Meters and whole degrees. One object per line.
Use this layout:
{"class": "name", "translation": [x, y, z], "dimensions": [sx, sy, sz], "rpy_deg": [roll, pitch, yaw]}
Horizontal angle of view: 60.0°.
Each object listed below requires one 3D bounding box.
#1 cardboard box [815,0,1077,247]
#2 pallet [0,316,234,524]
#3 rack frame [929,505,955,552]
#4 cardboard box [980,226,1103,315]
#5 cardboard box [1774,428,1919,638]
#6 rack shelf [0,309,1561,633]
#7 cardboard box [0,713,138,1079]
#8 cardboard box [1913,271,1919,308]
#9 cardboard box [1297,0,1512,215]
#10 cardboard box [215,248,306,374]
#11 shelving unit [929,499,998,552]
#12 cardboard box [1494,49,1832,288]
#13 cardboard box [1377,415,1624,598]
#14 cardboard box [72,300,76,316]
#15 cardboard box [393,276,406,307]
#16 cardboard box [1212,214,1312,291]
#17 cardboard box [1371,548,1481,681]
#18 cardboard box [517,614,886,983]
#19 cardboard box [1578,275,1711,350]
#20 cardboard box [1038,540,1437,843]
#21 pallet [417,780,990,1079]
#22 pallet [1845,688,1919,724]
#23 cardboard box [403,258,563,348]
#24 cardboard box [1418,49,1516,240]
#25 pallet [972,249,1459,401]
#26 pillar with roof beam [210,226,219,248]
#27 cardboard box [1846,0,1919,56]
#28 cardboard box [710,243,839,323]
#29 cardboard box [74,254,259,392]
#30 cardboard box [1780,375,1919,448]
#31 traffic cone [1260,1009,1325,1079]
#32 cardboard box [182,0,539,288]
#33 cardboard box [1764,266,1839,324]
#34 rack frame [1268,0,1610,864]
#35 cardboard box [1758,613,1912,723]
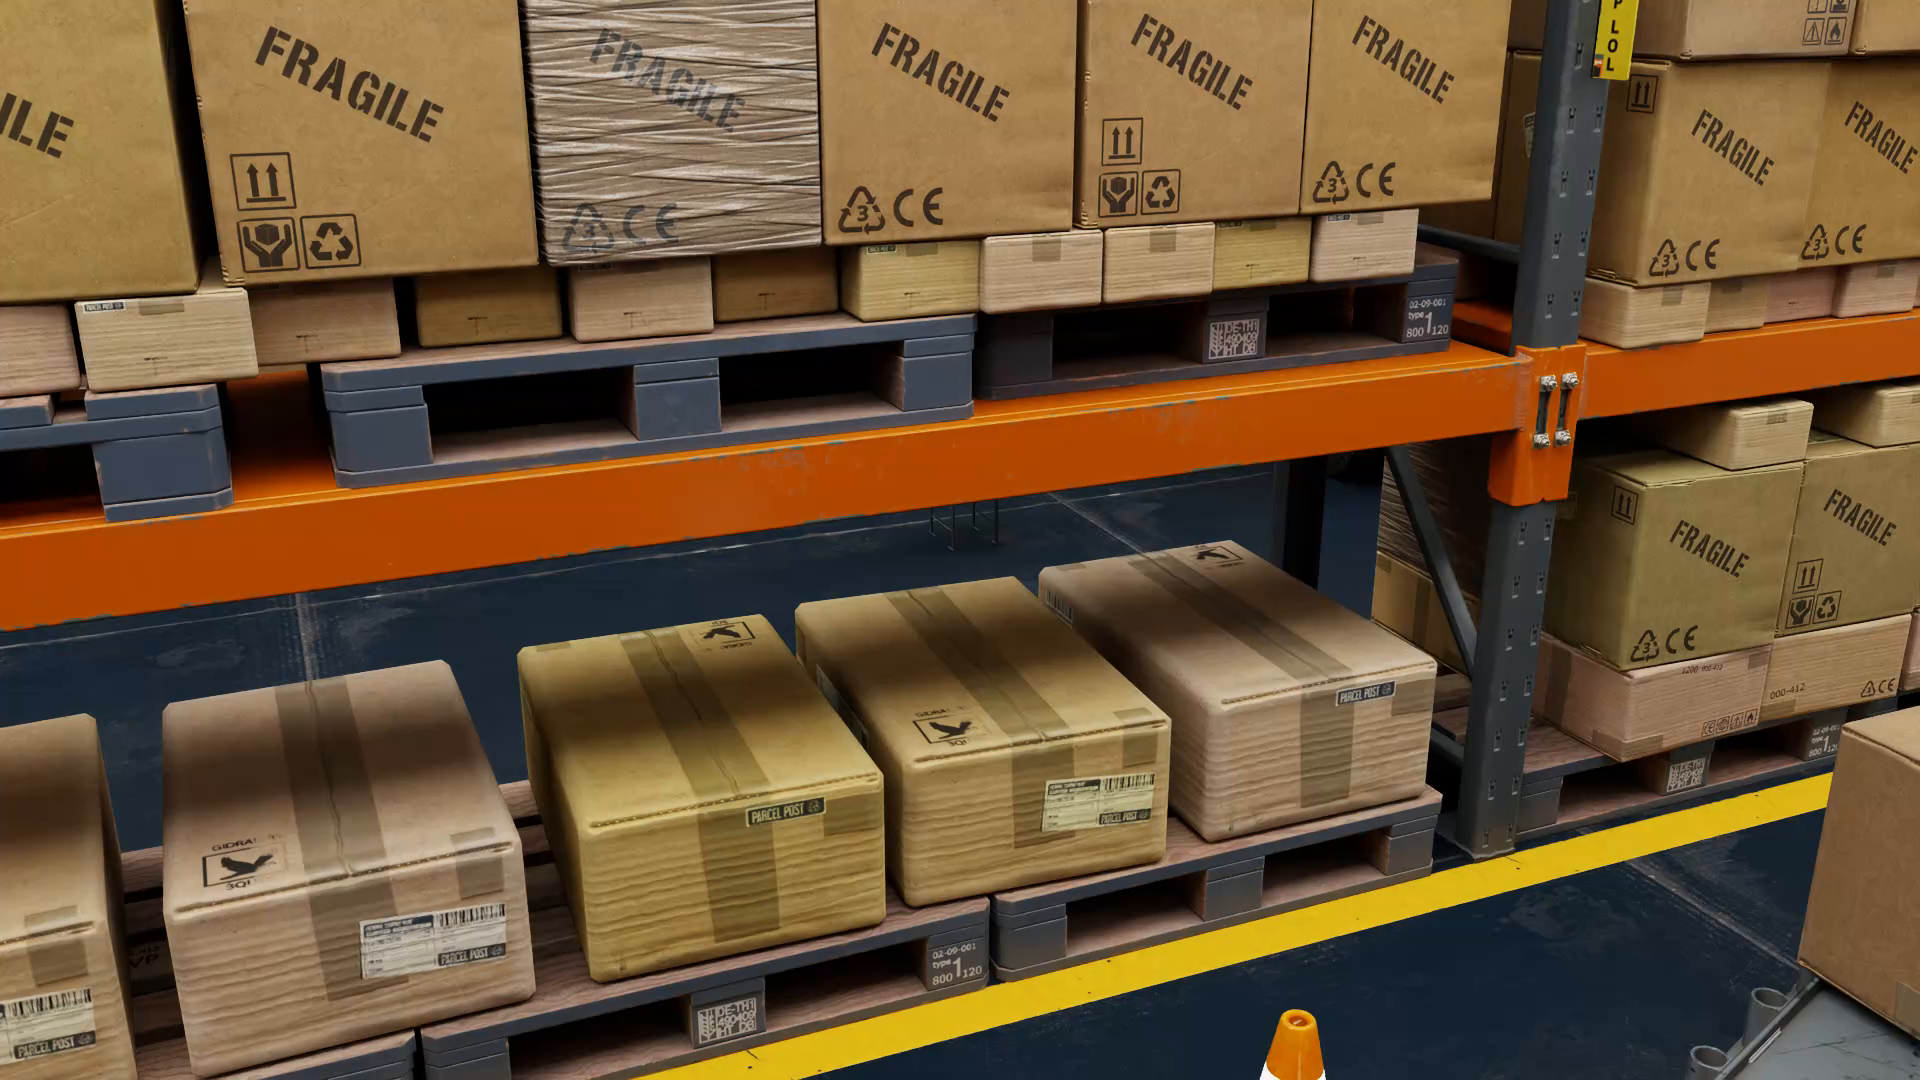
{"class": "cardboard box", "translation": [-0.104, -0.881, 3.276], "dimensions": [0.500, 0.500, 0.500], "rpy_deg": [-7, 21, -20]}
{"class": "pallet", "translation": [-1.900, -0.267, 3.053], "dimensions": [1.003, 0.211, 1.213], "rpy_deg": [-8, 21, -22]}
{"class": "rack frame", "translation": [-0.071, -0.556, 6.294], "dimensions": [0.006, 1.200, 0.240], "rpy_deg": [-8, 21, -22]}
{"class": "cardboard box", "translation": [0.093, -0.577, 3.389], "dimensions": [0.250, 0.149, 0.380], "rpy_deg": [-8, 21, -21]}
{"class": "cardboard box", "translation": [2.296, -0.082, 4.616], "dimensions": [0.500, 0.500, 0.500], "rpy_deg": [-7, 21, -20]}
{"class": "rack shelf", "translation": [-0.676, -0.155, 3.529], "dimensions": [4.000, 0.370, 1.077], "rpy_deg": [-8, 21, -22]}
{"class": "cardboard box", "translation": [-1.989, 0.739, 3.232], "dimensions": [0.625, 0.372, 0.950], "rpy_deg": [-10, 22, -26]}
{"class": "cardboard box", "translation": [2.493, -0.743, 4.493], "dimensions": [0.250, 0.149, 0.380], "rpy_deg": [-8, 21, -22]}
{"class": "cardboard box", "translation": [0.827, -1.012, 3.650], "dimensions": [0.500, 0.500, 0.500], "rpy_deg": [-9, 21, -23]}
{"class": "cardboard box", "translation": [-3.307, -0.989, 7.757], "dimensions": [0.625, 0.625, 0.875], "rpy_deg": [-7, 21, -20]}
{"class": "shelving unit", "translation": [0.013, -0.568, 6.328], "dimensions": [0.189, 1.200, 0.258], "rpy_deg": [-8, 21, -22]}
{"class": "cardboard box", "translation": [1.675, -0.918, 4.014], "dimensions": [0.500, 0.500, 0.500], "rpy_deg": [-8, 21, -22]}
{"class": "cardboard box", "translation": [1.598, -0.172, 4.873], "dimensions": [0.500, 0.500, 0.500], "rpy_deg": [-8, 21, -23]}
{"class": "cardboard box", "translation": [-1.873, -0.530, 3.257], "dimensions": [0.250, 0.149, 0.380], "rpy_deg": [-8, 21, -22]}
{"class": "cardboard box", "translation": [-1.111, -0.596, 3.443], "dimensions": [0.250, 0.149, 0.380], "rpy_deg": [-8, 21, -22]}
{"class": "cardboard box", "translation": [0.548, -0.656, 3.614], "dimensions": [0.250, 0.149, 0.380], "rpy_deg": [-9, 21, -24]}
{"class": "cardboard box", "translation": [1.597, 0.182, 4.998], "dimensions": [0.500, 0.250, 0.500], "rpy_deg": [-7, 21, -19]}
{"class": "cardboard box", "translation": [-0.617, 0.541, 3.793], "dimensions": [0.625, 0.372, 0.950], "rpy_deg": [-7, 21, -20]}
{"class": "cardboard box", "translation": [1.577, -0.583, 4.039], "dimensions": [0.250, 0.149, 0.380], "rpy_deg": [-8, 21, -22]}
{"class": "cardboard box", "translation": [0.680, 0.354, 4.326], "dimensions": [0.625, 0.372, 0.950], "rpy_deg": [-8, 21, -21]}
{"class": "pallet", "translation": [-0.676, 0.822, 3.869], "dimensions": [1.213, 0.211, 1.003], "rpy_deg": [-8, 21, -22]}
{"class": "pallet", "translation": [2.885, 0.297, 5.361], "dimensions": [1.213, 0.211, 1.003], "rpy_deg": [-8, 21, -22]}
{"class": "cardboard box", "translation": [-0.903, -0.480, 3.116], "dimensions": [0.250, 0.149, 0.380], "rpy_deg": [-7, 21, -20]}
{"class": "cardboard box", "translation": [1.470, -1.079, 4.472], "dimensions": [0.500, 0.500, 0.500], "rpy_deg": [-9, 21, -23]}
{"class": "pallet", "translation": [0.401, -0.611, 4.029], "dimensions": [1.213, 0.211, 1.003], "rpy_deg": [-8, 21, -22]}
{"class": "pillar with roof beam", "translation": [-1.936, -3.708, 3.503], "dimensions": [0.400, 9.000, 9.100], "rpy_deg": [-8, 21, -22]}
{"class": "cardboard box", "translation": [2.128, -1.469, 4.073], "dimensions": [0.500, 0.500, 0.700], "rpy_deg": [-8, 21, -22]}
{"class": "cardboard box", "translation": [-0.428, -0.552, 3.320], "dimensions": [0.250, 0.149, 0.380], "rpy_deg": [-9, 21, -24]}
{"class": "cardboard box", "translation": [-1.337, -0.376, 2.819], "dimensions": [0.250, 0.149, 0.380], "rpy_deg": [-8, 21, -22]}
{"class": "cardboard box", "translation": [2.419, -0.380, 4.487], "dimensions": [0.250, 0.149, 0.380], "rpy_deg": [-7, 21, -20]}
{"class": "traffic cone", "translation": [0.577, 1.029, 2.903], "dimensions": [0.334, 0.463, 0.336], "rpy_deg": [-8, 21, -22]}
{"class": "cardboard box", "translation": [-1.047, -0.748, 2.900], "dimensions": [0.500, 0.500, 0.500], "rpy_deg": [-8, 21, -21]}
{"class": "cardboard box", "translation": [2.020, -0.676, 4.304], "dimensions": [0.250, 0.149, 0.380], "rpy_deg": [-8, 21, -22]}
{"class": "rack frame", "translation": [1.161, -0.758, 4.157], "dimensions": [0.127, 3.000, 1.000], "rpy_deg": [-8, 21, -22]}
{"class": "cardboard box", "translation": [2.295, 0.272, 4.740], "dimensions": [0.500, 0.250, 0.500], "rpy_deg": [-7, 21, -19]}
